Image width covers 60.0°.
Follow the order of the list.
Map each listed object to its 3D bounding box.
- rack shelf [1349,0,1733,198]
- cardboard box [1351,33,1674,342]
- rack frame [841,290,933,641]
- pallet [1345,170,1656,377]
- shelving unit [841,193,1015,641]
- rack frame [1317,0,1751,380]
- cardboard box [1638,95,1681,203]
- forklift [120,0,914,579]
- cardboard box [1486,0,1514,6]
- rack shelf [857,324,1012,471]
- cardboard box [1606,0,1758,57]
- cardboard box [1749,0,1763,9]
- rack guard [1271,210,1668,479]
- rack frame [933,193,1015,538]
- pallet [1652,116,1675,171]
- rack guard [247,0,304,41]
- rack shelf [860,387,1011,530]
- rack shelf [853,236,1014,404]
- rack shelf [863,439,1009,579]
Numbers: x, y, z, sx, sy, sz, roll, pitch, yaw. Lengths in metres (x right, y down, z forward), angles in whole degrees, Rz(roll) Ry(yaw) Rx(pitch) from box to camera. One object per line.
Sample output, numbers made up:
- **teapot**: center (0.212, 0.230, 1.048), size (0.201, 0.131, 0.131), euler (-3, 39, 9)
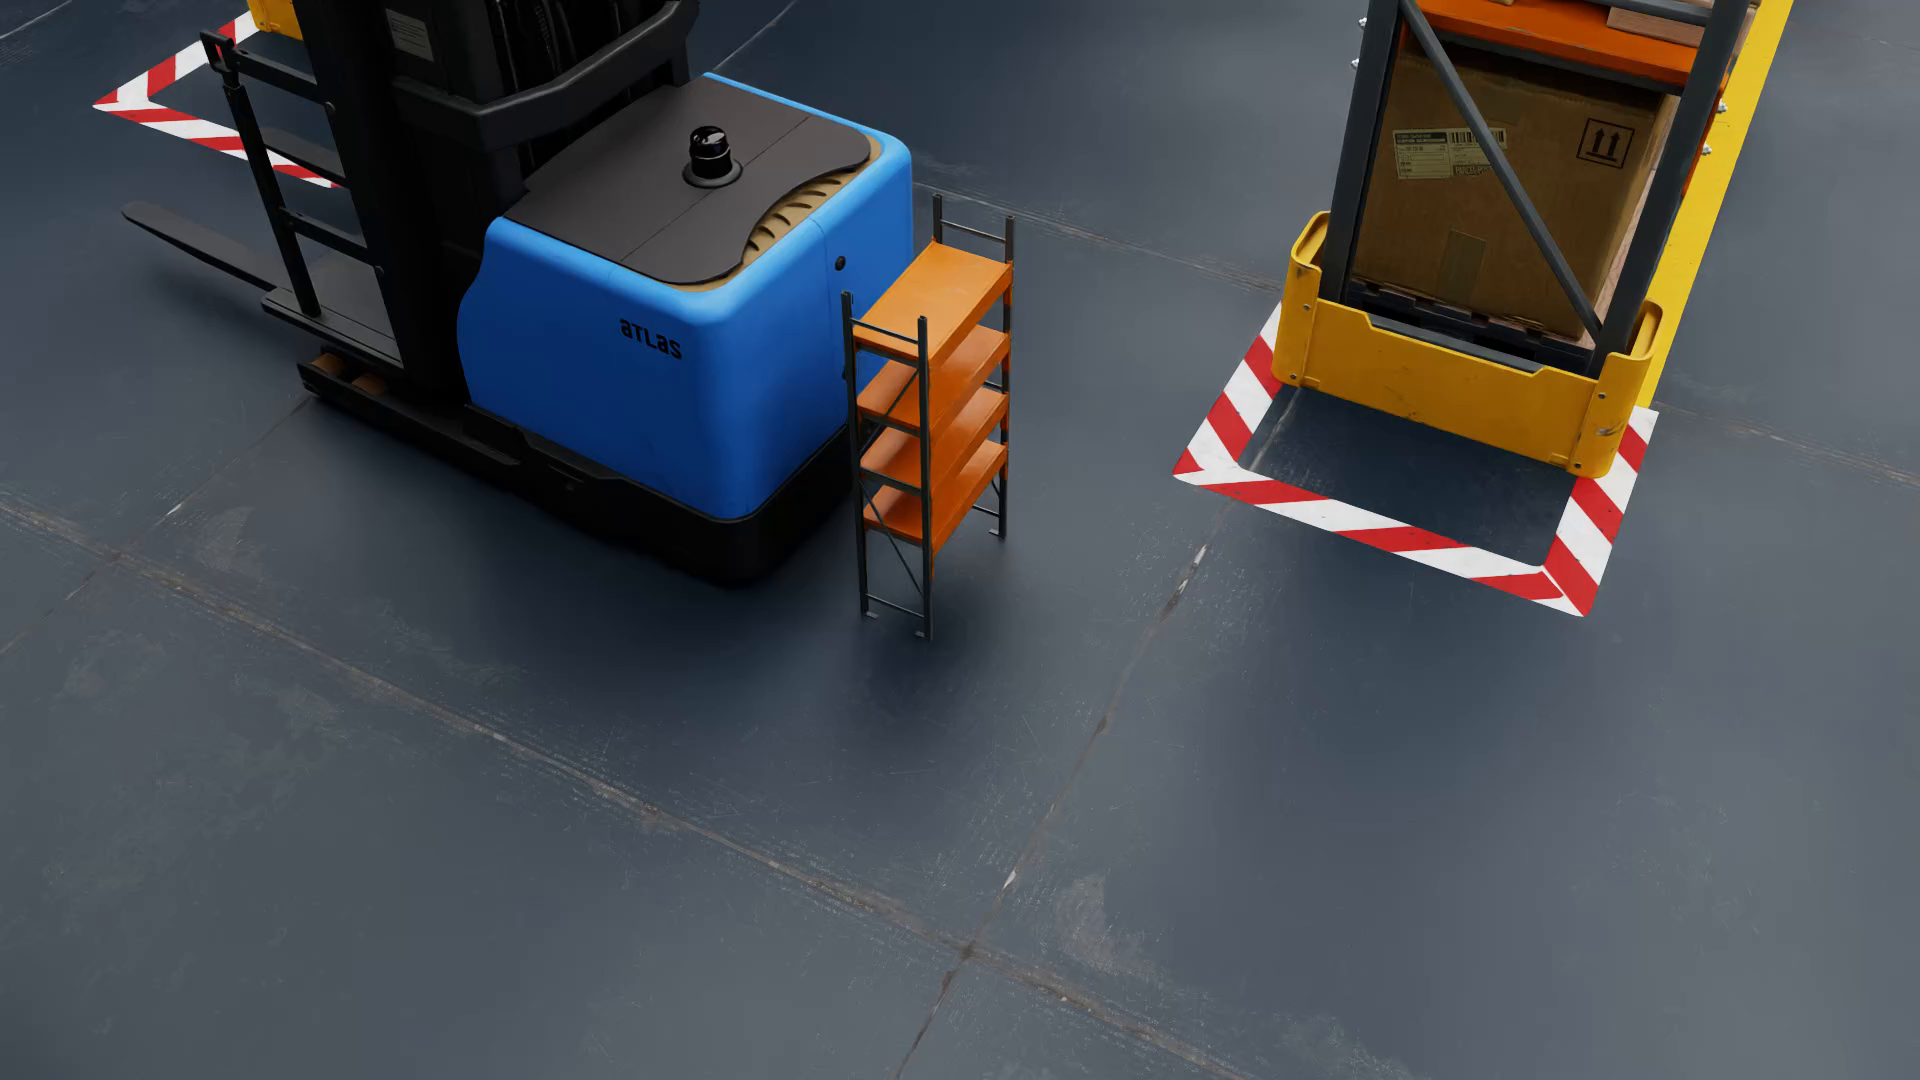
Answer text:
- **rack shelf**: center (2.605, -2.562, 6.179), size (1.077, 0.370, 4.000), euler (20, 49, 19)
- **cardboard box**: center (1.903, -1.385, 5.708), size (0.875, 0.875, 0.875), euler (20, 49, 19)
- **rack frame**: center (-0.190, -0.164, 4.568), size (0.240, 1.200, 0.015), euler (20, 49, 19)
- **pallet**: center (1.979, -1.104, 6.193), size (1.003, 0.211, 1.213), euler (20, 49, 19)
- **shelving unit**: center (-0.077, -0.317, 4.720), size (0.258, 1.200, 0.503), euler (20, 49, 19)
- **rack frame**: center (1.677, -1.555, 4.677), size (1.000, 3.000, 0.127), euler (20, 49, 19)
- **cardboard box**: center (2.326, -1.958, 6.275), size (0.875, 0.875, 0.875), euler (20, 49, 19)
- **forklift**: center (-1.648, -1.722, 4.892), size (3.031, 2.935, 1.130), euler (24, 50, 22)
- **cardboard box**: center (1.551, -1.799, 5.096), size (0.380, 0.149, 0.250), euler (21, 49, 20)
- **rack shelf**: center (-0.077, -0.427, 4.609), size (0.258, 0.148, 0.480), euler (20, 49, 19)
- **cardboard box**: center (2.134, -1.581, 4.880), size (0.380, 0.149, 0.250), euler (21, 49, 19)
- **cardboard box**: center (2.139, -1.820, 4.836), size (0.500, 0.250, 0.500), euler (19, 48, 18)
- **rack guard**: center (1.666, -0.661, 5.552), size (1.175, 0.500, 0.348), euler (20, 49, 19)
- **rack frame**: center (0.036, -0.471, 4.872), size (0.240, 1.200, 0.015), euler (20, 49, 19)
- **pallet**: center (2.546, -1.870, 6.949), size (1.003, 0.211, 1.213), euler (20, 49, 19)
- **rack guard**: center (-2.634, -2.425, 7.295), size (1.175, 0.500, 0.348), euler (20, 49, 19)
- **rack shelf**: center (-0.077, -0.270, 4.768), size (0.258, 0.148, 0.480), euler (20, 49, 19)
- **rack shelf**: center (-0.077, -0.594, 4.441), size (0.258, 0.148, 0.480), euler (20, 49, 19)
- **rack shelf**: center (-0.077, -0.131, 4.909), size (0.258, 0.148, 0.480), euler (20, 49, 19)
